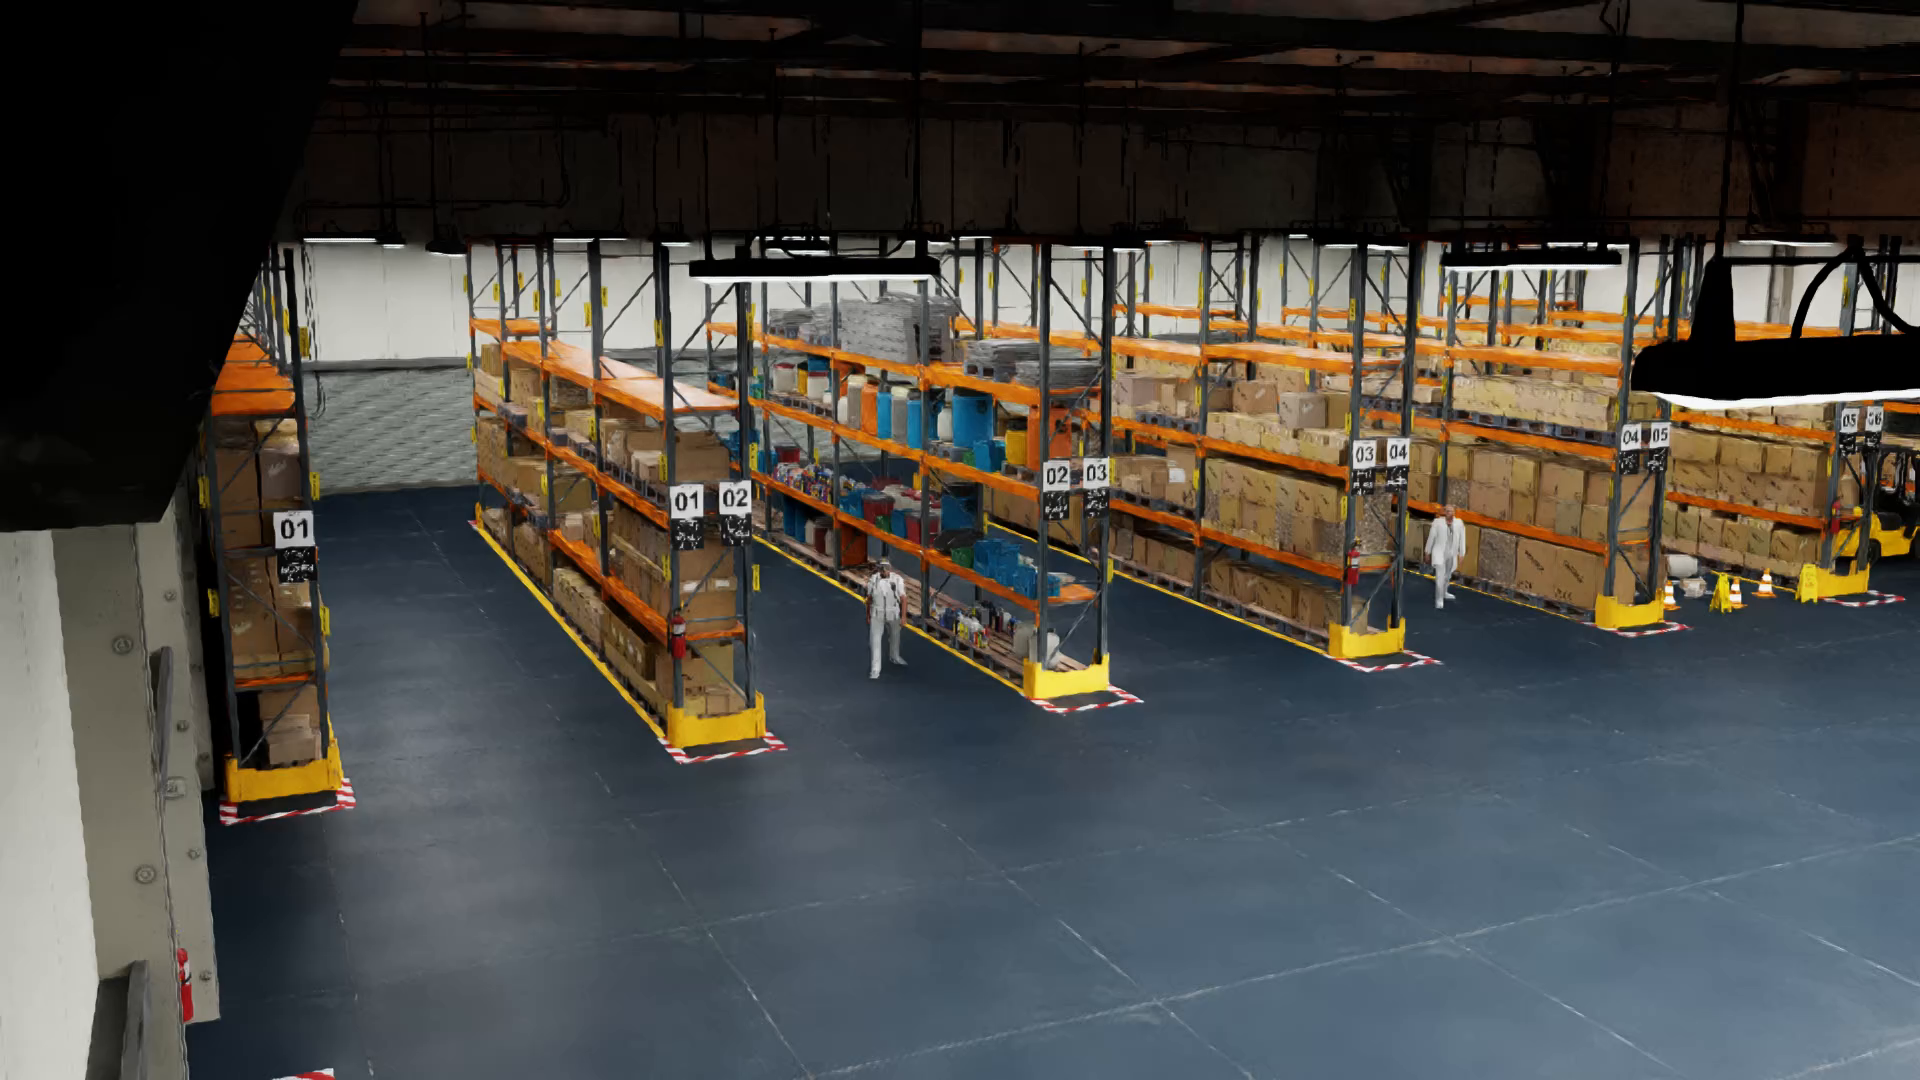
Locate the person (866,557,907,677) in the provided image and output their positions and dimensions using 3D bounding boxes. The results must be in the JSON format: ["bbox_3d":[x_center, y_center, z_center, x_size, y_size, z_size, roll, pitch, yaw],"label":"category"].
[{"bbox_3d":[-1.035,1.037,23.326,0.582,1.698,0.981,0,11,-2],"label":"person"}]

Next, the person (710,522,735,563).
[{"bbox_3d":[-4.417,-0.478,30.842,0.601,1.783,0.460,8,14,36],"label":"person"}]

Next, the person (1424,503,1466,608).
[{"bbox_3d":[8.008,0.212,27.429,0.630,1.687,1.044,-1,11,-3],"label":"person"}]
